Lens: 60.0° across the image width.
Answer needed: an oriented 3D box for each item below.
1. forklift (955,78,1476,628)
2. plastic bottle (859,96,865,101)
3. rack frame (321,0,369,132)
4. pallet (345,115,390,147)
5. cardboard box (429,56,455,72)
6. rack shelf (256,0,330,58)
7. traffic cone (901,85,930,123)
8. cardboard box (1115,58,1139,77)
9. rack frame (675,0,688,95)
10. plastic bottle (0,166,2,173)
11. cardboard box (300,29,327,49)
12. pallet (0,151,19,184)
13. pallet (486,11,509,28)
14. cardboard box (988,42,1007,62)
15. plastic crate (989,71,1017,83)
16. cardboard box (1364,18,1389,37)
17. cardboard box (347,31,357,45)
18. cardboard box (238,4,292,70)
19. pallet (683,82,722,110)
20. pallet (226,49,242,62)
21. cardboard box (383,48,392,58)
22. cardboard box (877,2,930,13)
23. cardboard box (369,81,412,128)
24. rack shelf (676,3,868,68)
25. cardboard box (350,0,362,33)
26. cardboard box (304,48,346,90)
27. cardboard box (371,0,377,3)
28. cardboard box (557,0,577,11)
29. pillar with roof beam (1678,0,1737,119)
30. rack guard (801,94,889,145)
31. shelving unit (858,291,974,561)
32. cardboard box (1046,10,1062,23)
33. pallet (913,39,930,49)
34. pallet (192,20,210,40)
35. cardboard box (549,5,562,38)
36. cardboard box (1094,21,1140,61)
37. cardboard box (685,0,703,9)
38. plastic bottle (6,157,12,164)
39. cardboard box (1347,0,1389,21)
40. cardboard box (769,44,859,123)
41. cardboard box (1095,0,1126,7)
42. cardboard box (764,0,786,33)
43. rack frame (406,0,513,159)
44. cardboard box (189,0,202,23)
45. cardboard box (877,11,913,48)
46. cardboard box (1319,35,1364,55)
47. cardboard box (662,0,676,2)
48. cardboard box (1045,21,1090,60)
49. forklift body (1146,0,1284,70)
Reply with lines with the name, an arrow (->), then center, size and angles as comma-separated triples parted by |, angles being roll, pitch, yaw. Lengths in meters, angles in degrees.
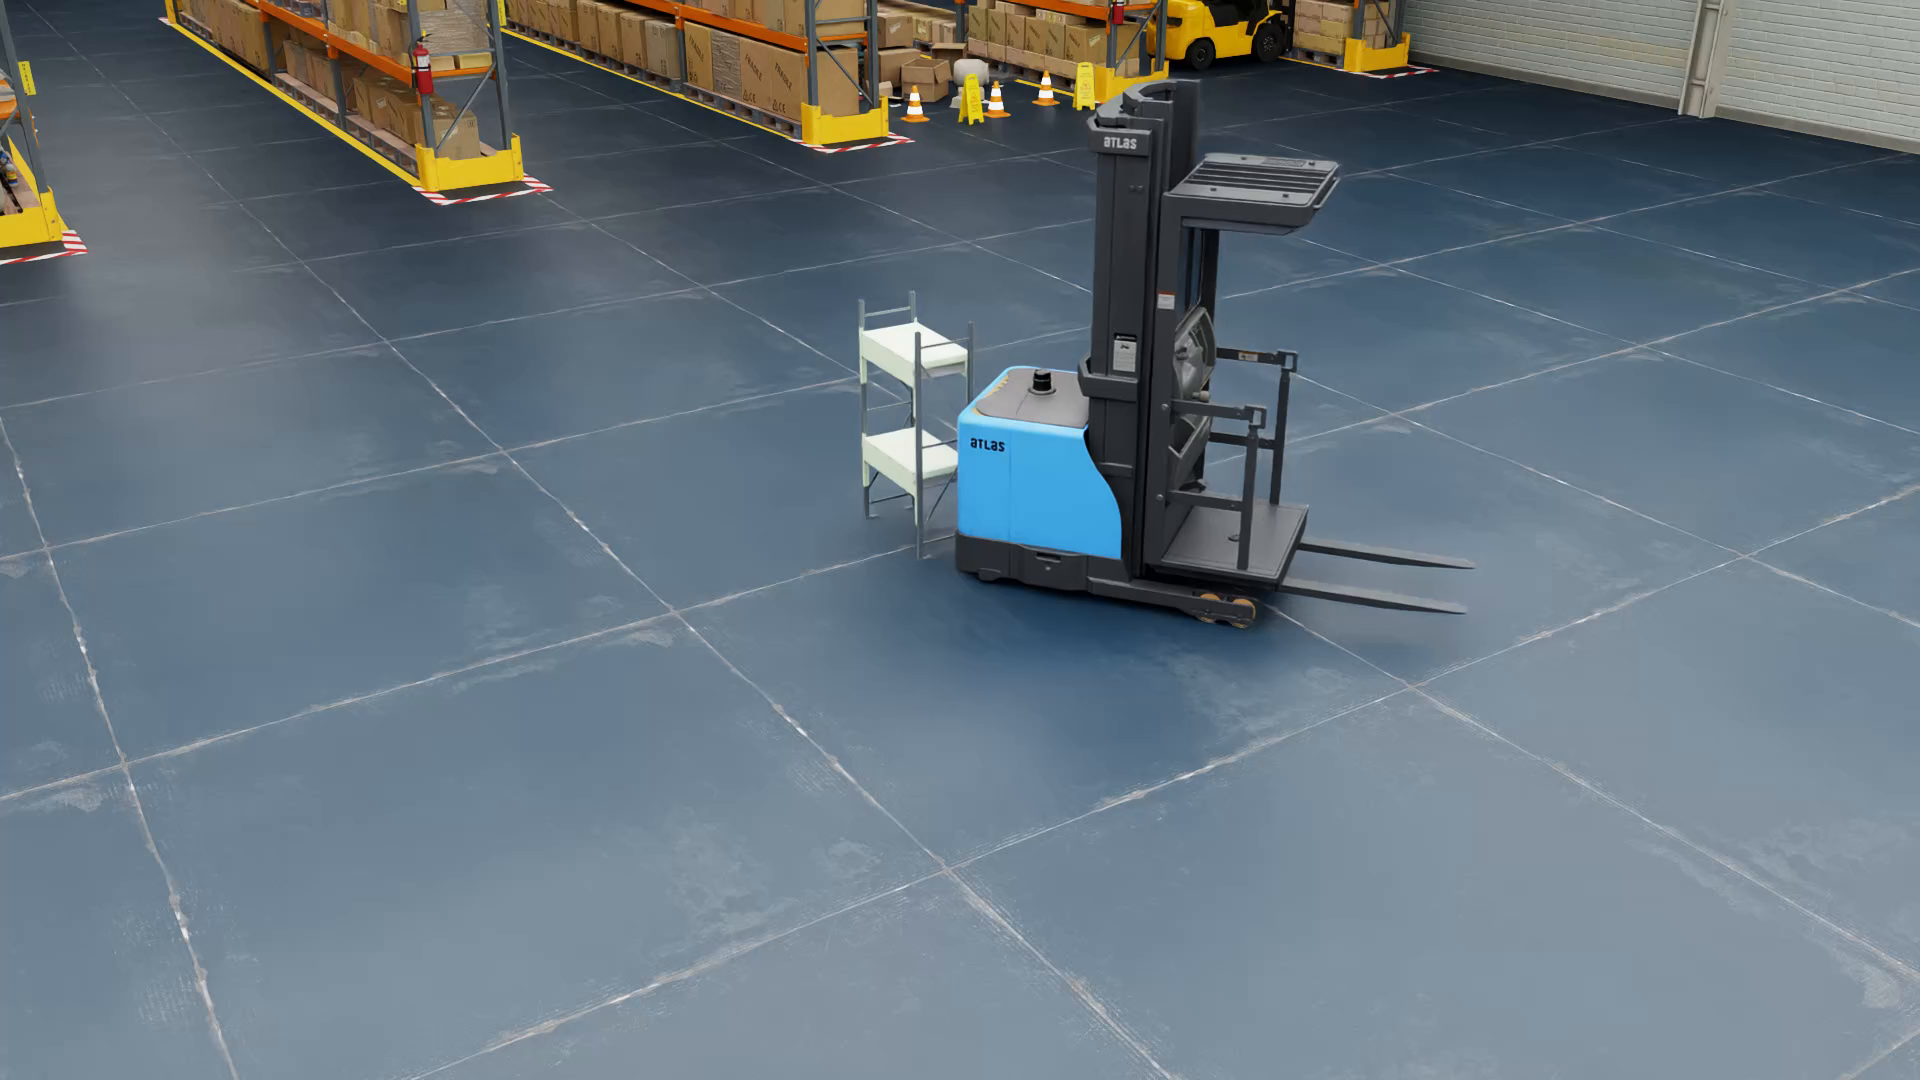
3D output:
forklift -> 1.544, -1.071, 9.585 | 3.031, 2.935, 1.130 | 9, 27, 18
plastic bottle -> -1.531, -6.472, 24.388 | 0.133, 0.061, 0.283 | 18, 31, 33
rack frame -> -7.917, -6.994, 22.051 | 1.000, 3.000, 0.127 | -16, 29, -30
pallet -> -7.521, -5.501, 22.155 | 1.003, 0.211, 1.213 | -16, 29, -30
cardboard box -> -6.062, -5.503, 19.188 | 0.380, 0.149, 0.250 | -16, 29, -30
rack shelf -> -9.009, -7.384, 23.720 | 1.077, 0.370, 4.000 | -16, 29, -30
traffic cone -> -0.623, -6.056, 23.037 | 0.336, 0.463, 0.334 | -16, 29, -30
cardboard box -> 2.361, -7.172, 25.157 | 0.500, 0.250, 0.500 | -16, 30, -30
rack frame -> -3.706, -8.113, 24.423 | 1.000, 3.000, 0.127 | -16, 29, -30
plastic bottle -> -11.020, -4.331, 19.172 | 0.097, 0.201, 0.097 | 0, 25, 0
cardboard box -> -9.412, -7.412, 24.471 | 0.500, 0.250, 0.500 | -12, 28, -24
pallet -> -11.735, -4.328, 19.672 | 1.003, 0.211, 1.213 | -16, 29, -30
pallet -> -8.469, -9.946, 31.571 | 1.003, 0.211, 1.213 | -16, 29, -30
cardboard box -> 0.783, -7.787, 26.461 | 0.500, 0.250, 0.500 | -14, 29, -27
plastic crate -> 0.556, -7.230, 25.972 | 0.583, 0.080, 0.402 | 18, 31, 33
cardboard box -> 6.644, -8.420, 27.215 | 0.500, 0.250, 0.500 | -15, 29, -29
cardboard box -> -7.520, -6.371, 21.027 | 0.380, 0.149, 0.250 | -16, 29, -30
cardboard box -> -10.460, -7.905, 25.978 | 1.225, 0.875, 0.875 | -17, 30, -32
pallet -> -3.356, -6.562, 24.403 | 1.003, 0.211, 1.213 | -16, 29, -30
pallet -> -11.800, -8.336, 28.160 | 1.003, 0.211, 1.213 | -16, 29, -30
cardboard box -> -6.758, -5.946, 20.127 | 0.380, 0.149, 0.250 | -16, 29, -30
cardboard box -> -1.088, -9.269, 29.457 | 0.950, 0.372, 0.625 | -16, 30, -31
cardboard box -> -7.413, -5.698, 21.742 | 0.500, 0.500, 0.500 | -6, 26, -13
rack shelf -> -2.614, -7.073, 23.061 | 1.077, 0.370, 4.000 | -16, 29, -30
cardboard box -> -7.122, -6.655, 20.869 | 0.875, 0.500, 0.500 | -16, 29, -30
cardboard box -> -9.089, -6.861, 24.183 | 0.700, 0.500, 0.500 | -13, 28, -25
cardboard box -> -6.789, -6.691, 19.773 | 0.500, 0.500, 0.500 | -16, 29, -30
cardboard box -> -6.483, -9.126, 28.126 | 0.500, 0.250, 0.500 | -16, 30, -31
pillar with roof beam -> 6.770, -9.053, 19.386 | 9.100, 9.000, 0.400 | -16, 29, -30
rack guard -> -1.509, -5.544, 21.907 | 1.175, 0.500, 0.348 | -16, 29, -30
shelving unit -> -0.278, -0.730, 10.539 | 0.431, 1.500, 0.755 | -14, 29, -27
cardboard box -> 1.523, -7.883, 25.026 | 0.380, 0.149, 0.250 | -15, 29, -29
pallet -> -0.710, -8.757, 29.053 | 1.003, 0.211, 1.213 | -16, 29, -30
pallet -> -13.304, -9.321, 30.247 | 1.003, 0.211, 1.213 | -16, 29, -30
cardboard box -> -6.748, -8.965, 28.662 | 0.500, 0.500, 0.500 | -14, 29, -28
cardboard box -> 2.348, -7.519, 25.015 | 0.500, 0.500, 0.500 | -17, 30, -31
cardboard box -> -3.495, -8.052, 24.117 | 0.875, 0.550, 0.550 | -16, 29, -30
plastic bottle -> -10.720, -4.185, 18.769 | 0.061, 0.283, 0.133 | -15, 29, -29
cardboard box -> 6.623, -8.645, 27.107 | 0.500, 0.250, 0.500 | -16, 30, -30
cardboard box -> -1.948, -6.139, 22.237 | 0.875, 0.875, 0.875 | -15, 29, -29
cardboard box -> 2.186, -7.843, 24.144 | 0.380, 0.149, 0.250 | -14, 29, -28
cardboard box -> -2.081, -7.064, 22.025 | 0.875, 0.550, 0.550 | -16, 29, -30
rack frame -> -5.733, -5.563, 19.020 | 1.000, 3.000, 0.127 | -16, 29, -30
cardboard box -> -13.555, -9.979, 30.372 | 0.875, 0.875, 0.875 | -16, 29, -30
cardboard box -> -1.089, -8.089, 26.413 | 0.500, 0.500, 0.500 | -16, 29, -30
cardboard box -> 6.205, -8.071, 27.063 | 0.500, 0.250, 0.500 | -15, 29, -29
cardboard box -> -4.215, -8.283, 24.665 | 0.500, 0.500, 0.500 | -16, 29, -30
cardboard box -> 1.626, -7.570, 25.121 | 0.500, 0.500, 0.500 | -14, 29, -28
forklift body -> 4.163, -8.900, 27.083 | 2.313, 2.155, 1.214 | -16, 29, -30
